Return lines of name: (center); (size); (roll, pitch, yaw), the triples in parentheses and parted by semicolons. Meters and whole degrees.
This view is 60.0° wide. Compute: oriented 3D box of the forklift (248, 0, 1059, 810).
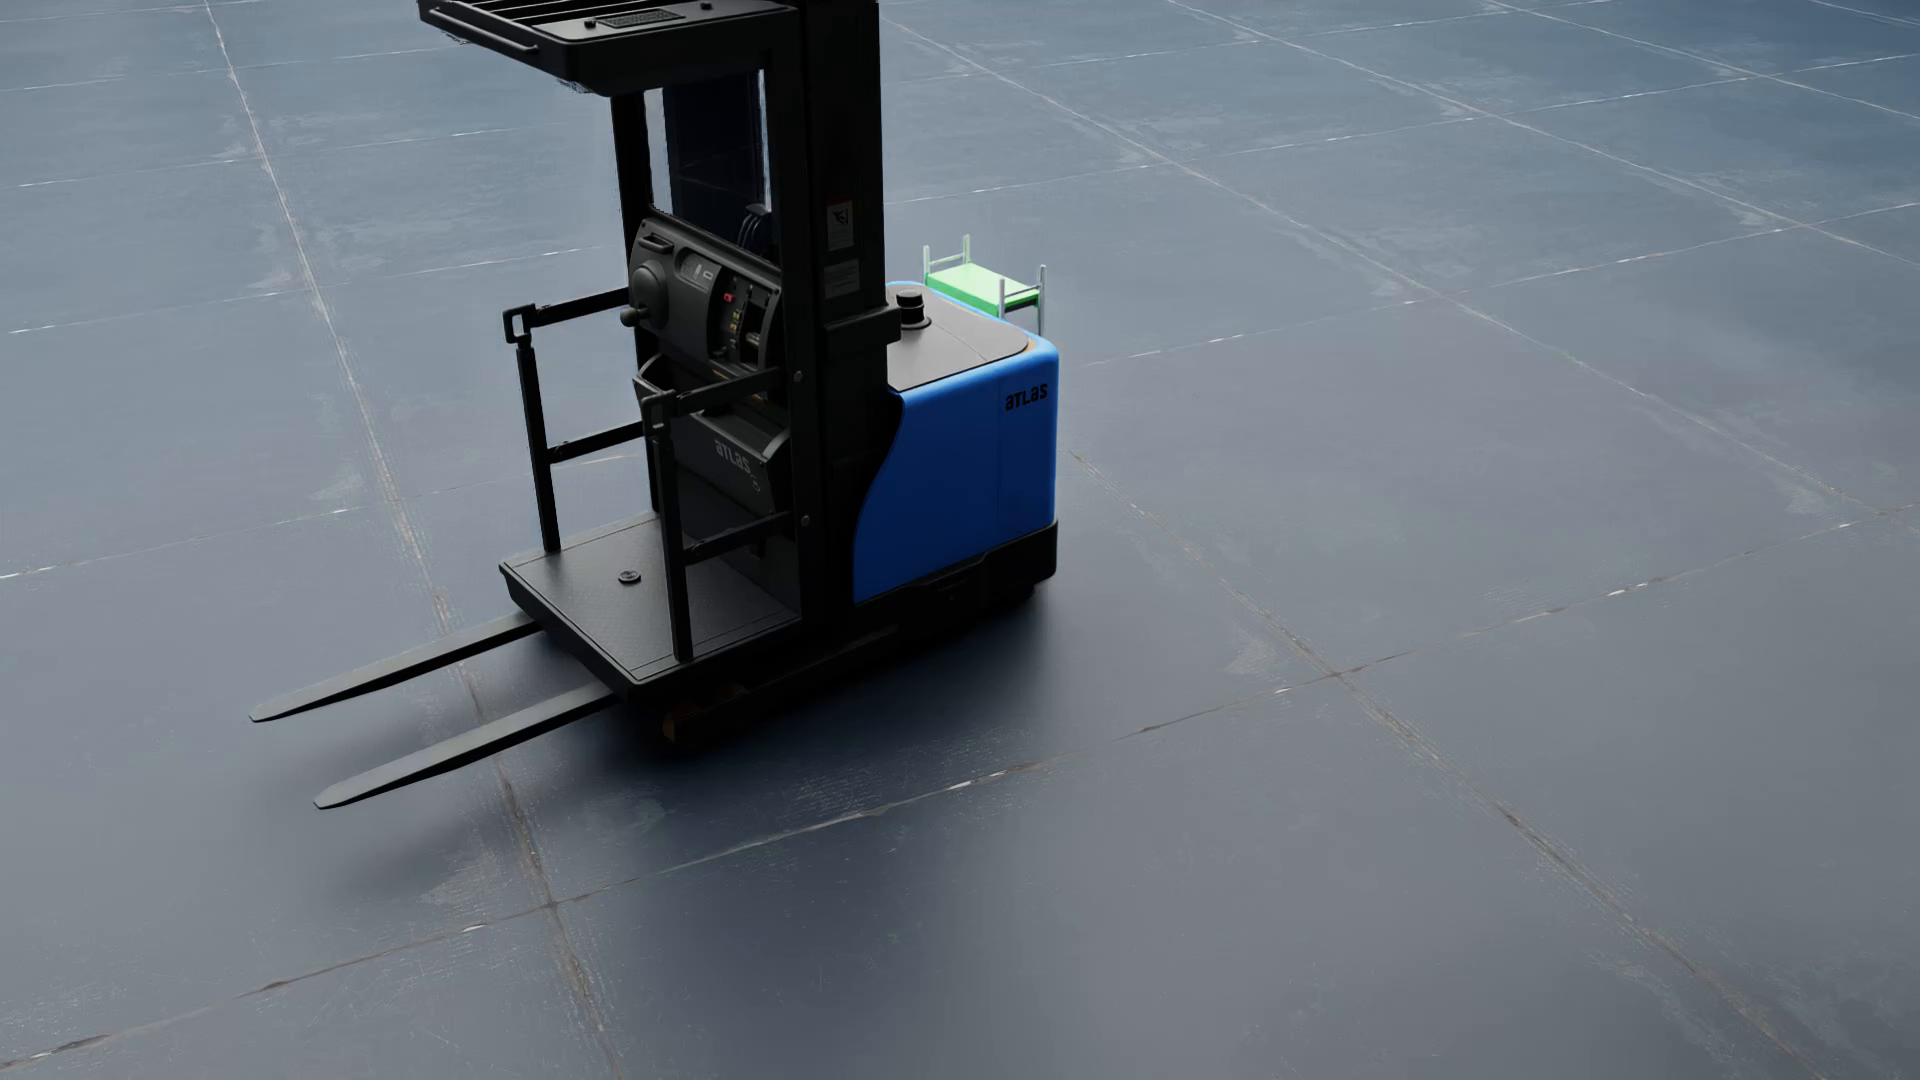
forklift: (-1.065, -0.823, 5.721); (3.031, 2.935, 1.130); (-22, 36, -33)

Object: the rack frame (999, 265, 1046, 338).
rack frame: (0.253, -0.563, 7.027); (0.240, 1.200, 0.015); (-22, 36, -34)

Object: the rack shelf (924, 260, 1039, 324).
rack shelf: (0.098, -1.018, 6.988); (0.258, 0.148, 0.480); (-22, 36, -34)

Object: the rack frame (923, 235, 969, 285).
rack frame: (-0.057, -0.747, 7.355); (0.240, 1.200, 0.015); (-22, 36, -34)

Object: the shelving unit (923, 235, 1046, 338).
shelving unit: (0.098, -0.655, 7.191); (0.258, 1.200, 0.503); (-22, 36, -34)
